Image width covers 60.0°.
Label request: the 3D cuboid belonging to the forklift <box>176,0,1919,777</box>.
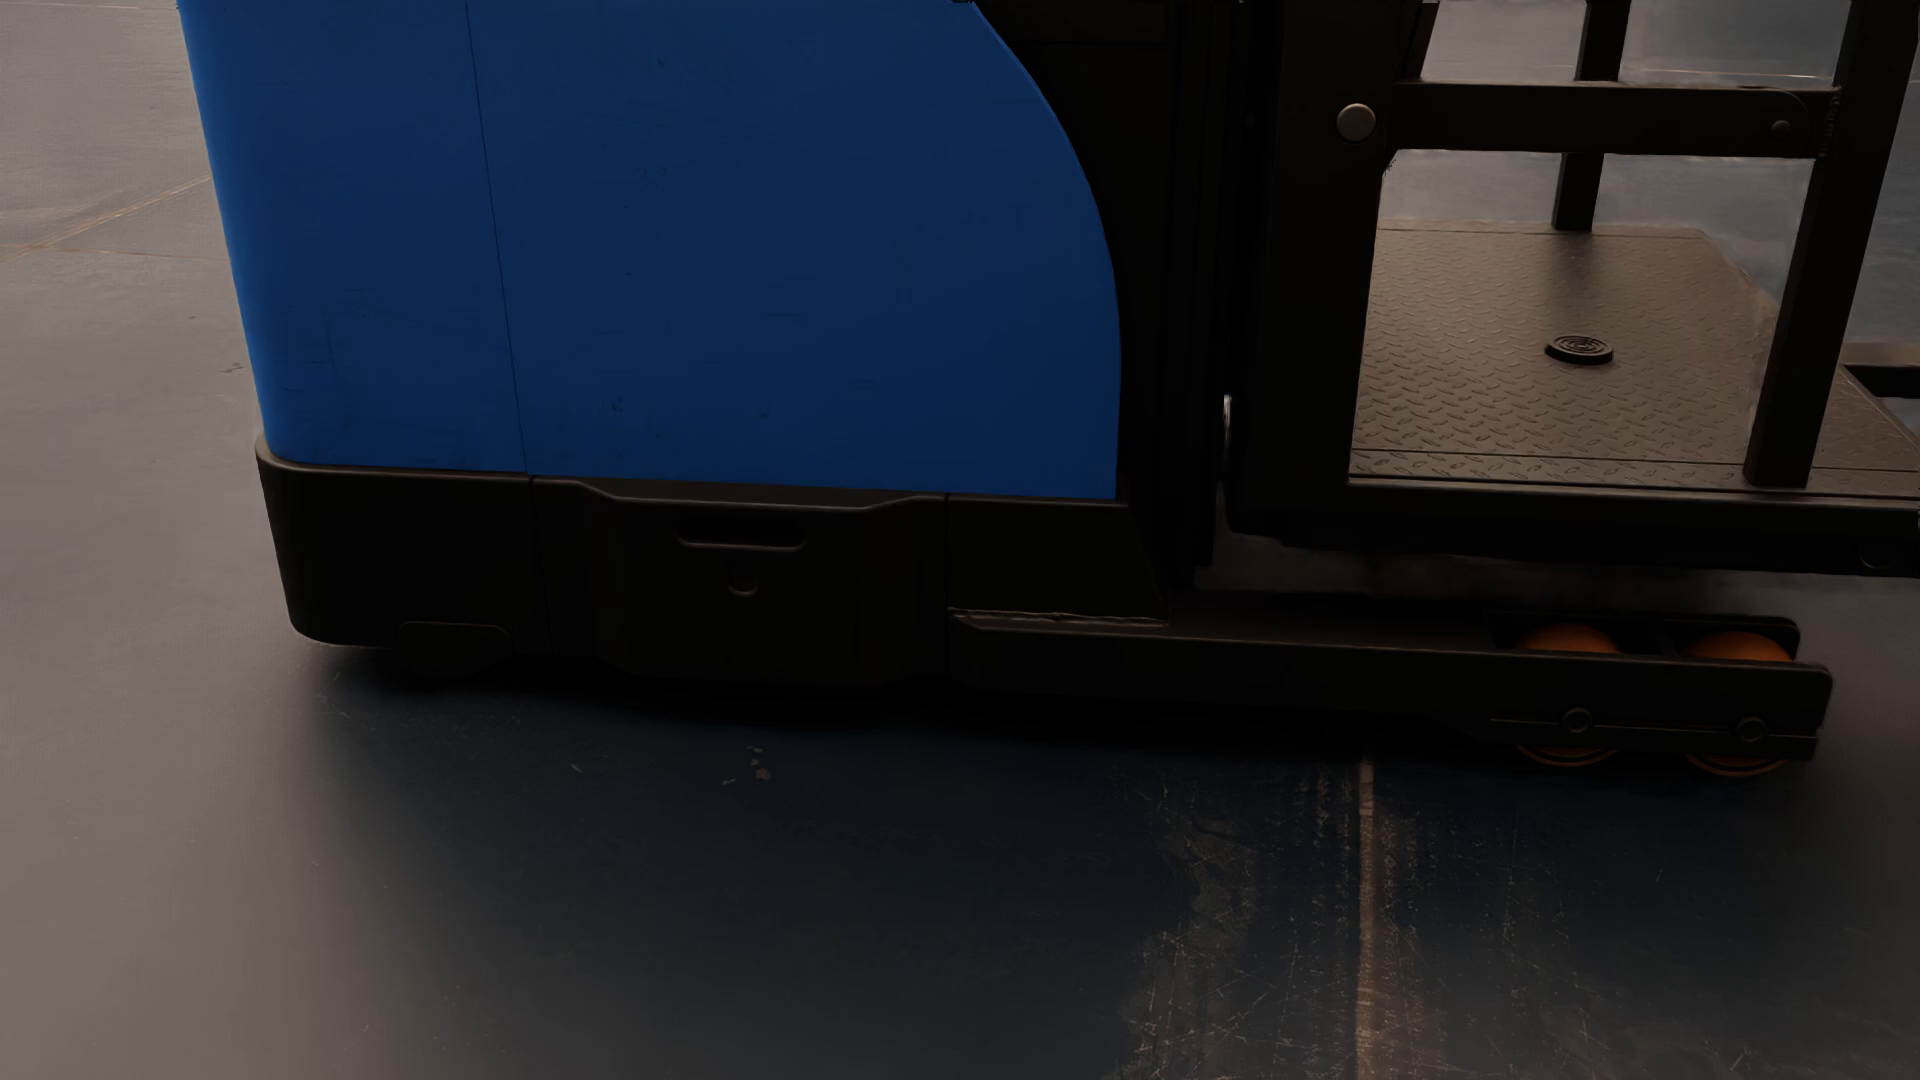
[{"bbox_3d":[0.680,-1.284,1.791,3.031,2.935,1.130,3,27,5],"label":"forklift"}]
